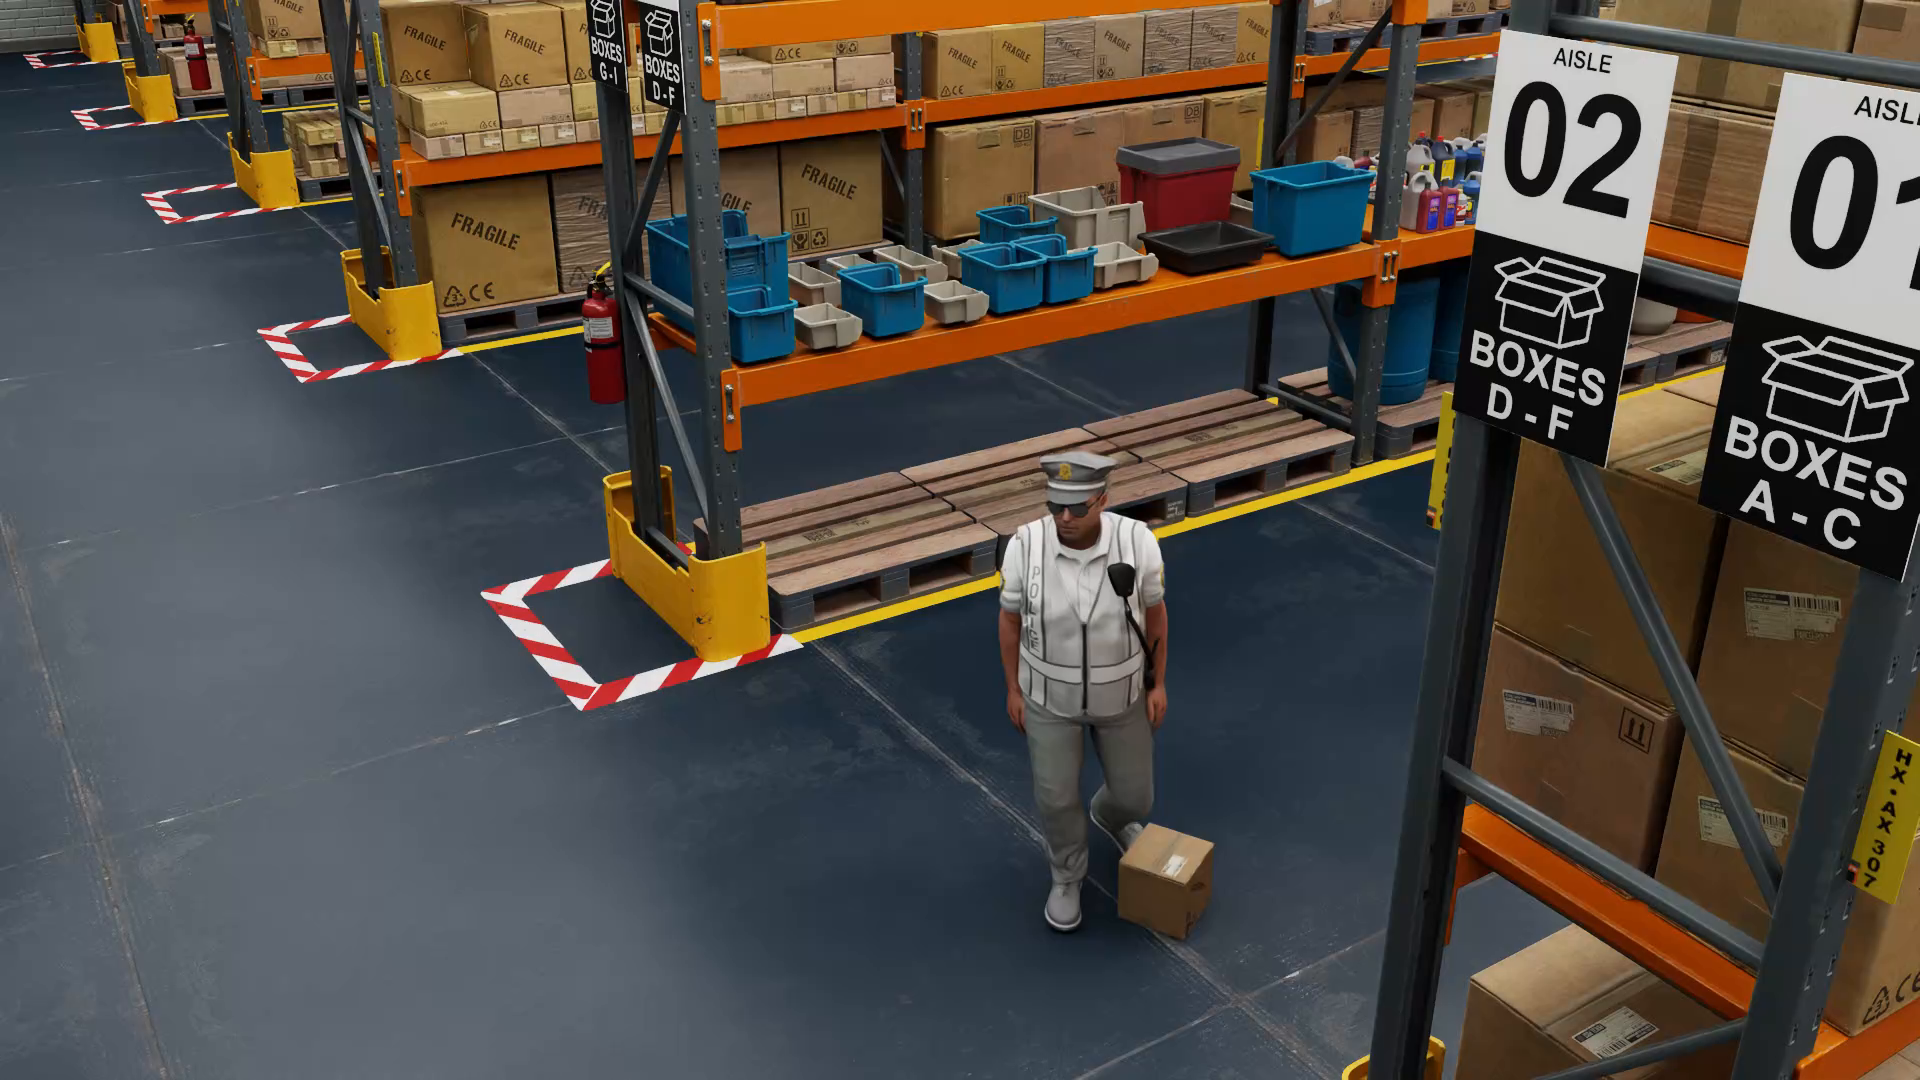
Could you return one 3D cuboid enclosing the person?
[{"bbox_3d":[0.425,0.460,5.598,0.593,1.750,0.571,1,25,2],"label":"person"}]
